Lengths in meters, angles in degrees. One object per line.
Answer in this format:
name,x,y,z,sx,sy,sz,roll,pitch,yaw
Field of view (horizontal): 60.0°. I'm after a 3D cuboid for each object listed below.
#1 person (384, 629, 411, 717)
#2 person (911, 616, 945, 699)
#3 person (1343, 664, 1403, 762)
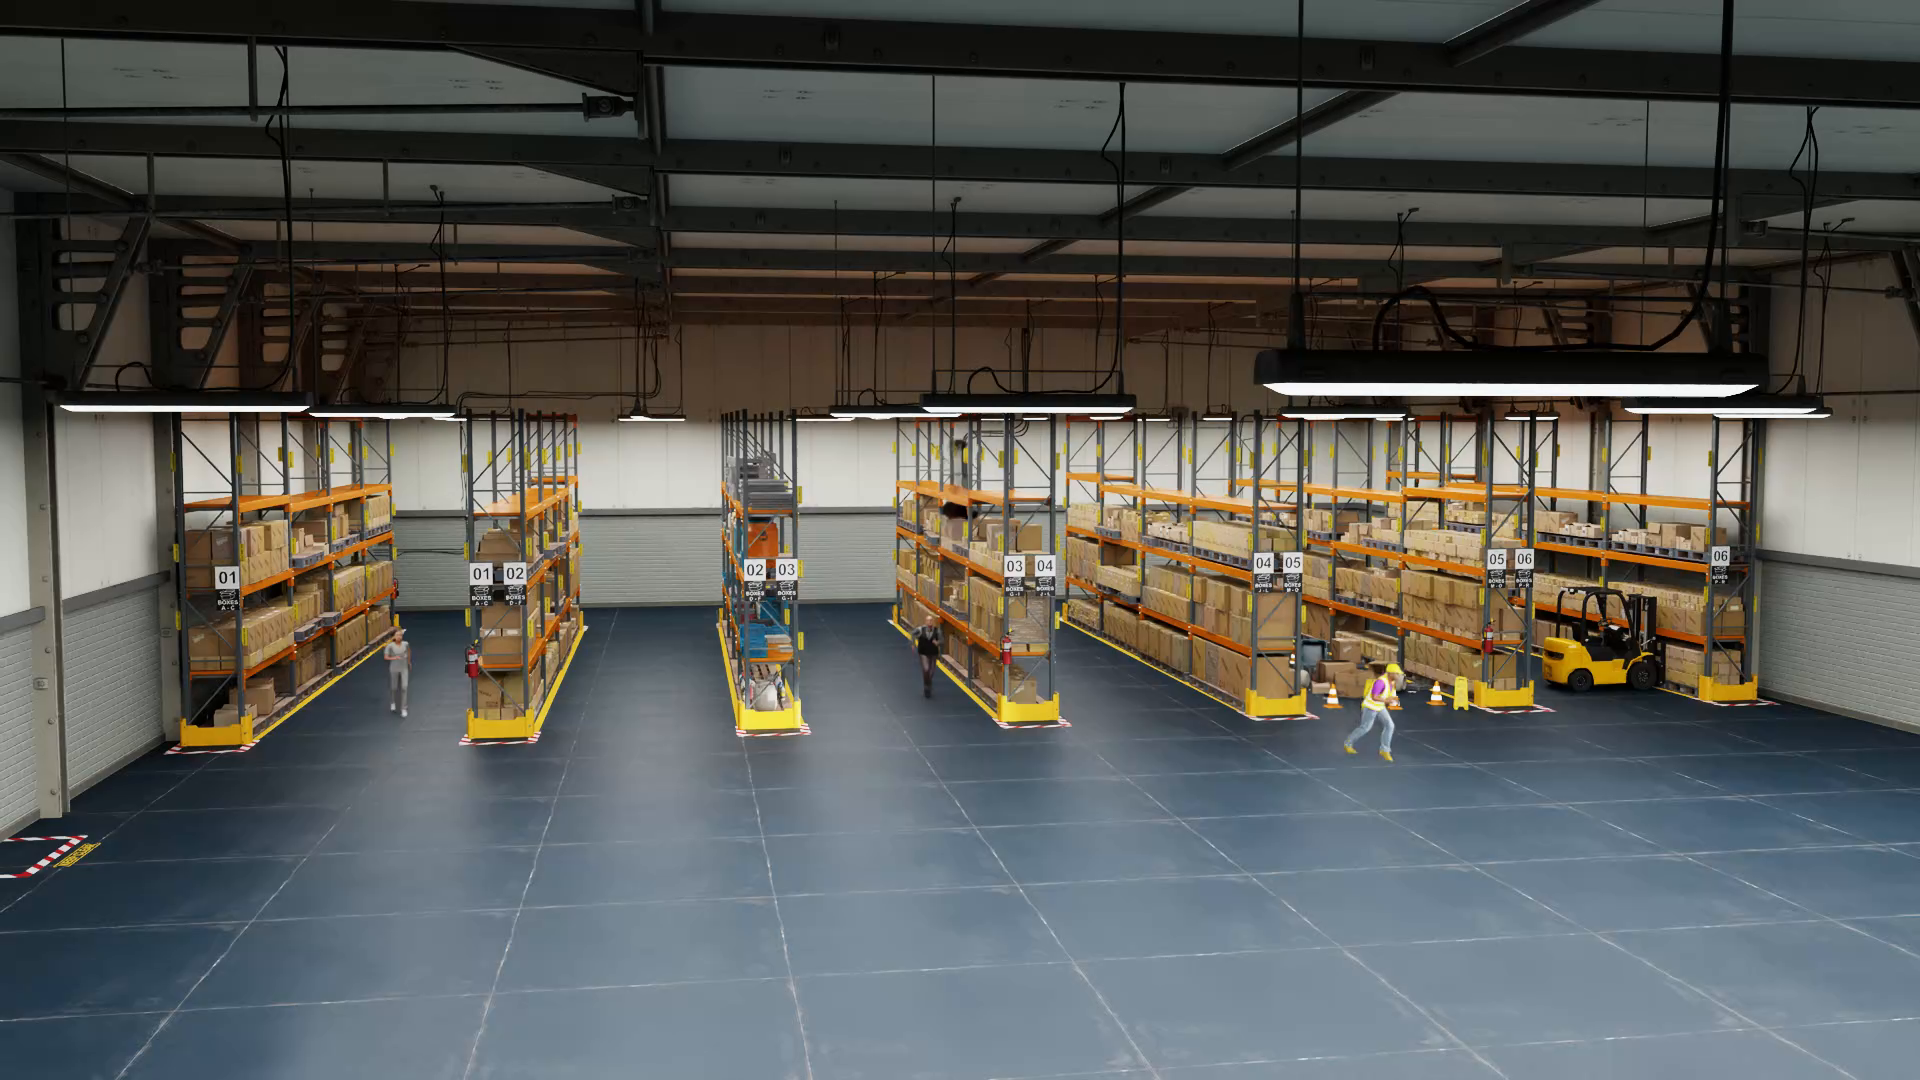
person,-11.046,2.579,32.688,0.551,1.678,0.948,-2,5,-30
person,-0.672,2.441,34.817,0.680,1.739,0.831,-1,4,-9
person,7.059,2.935,28.411,1.032,1.716,0.745,3,5,36
